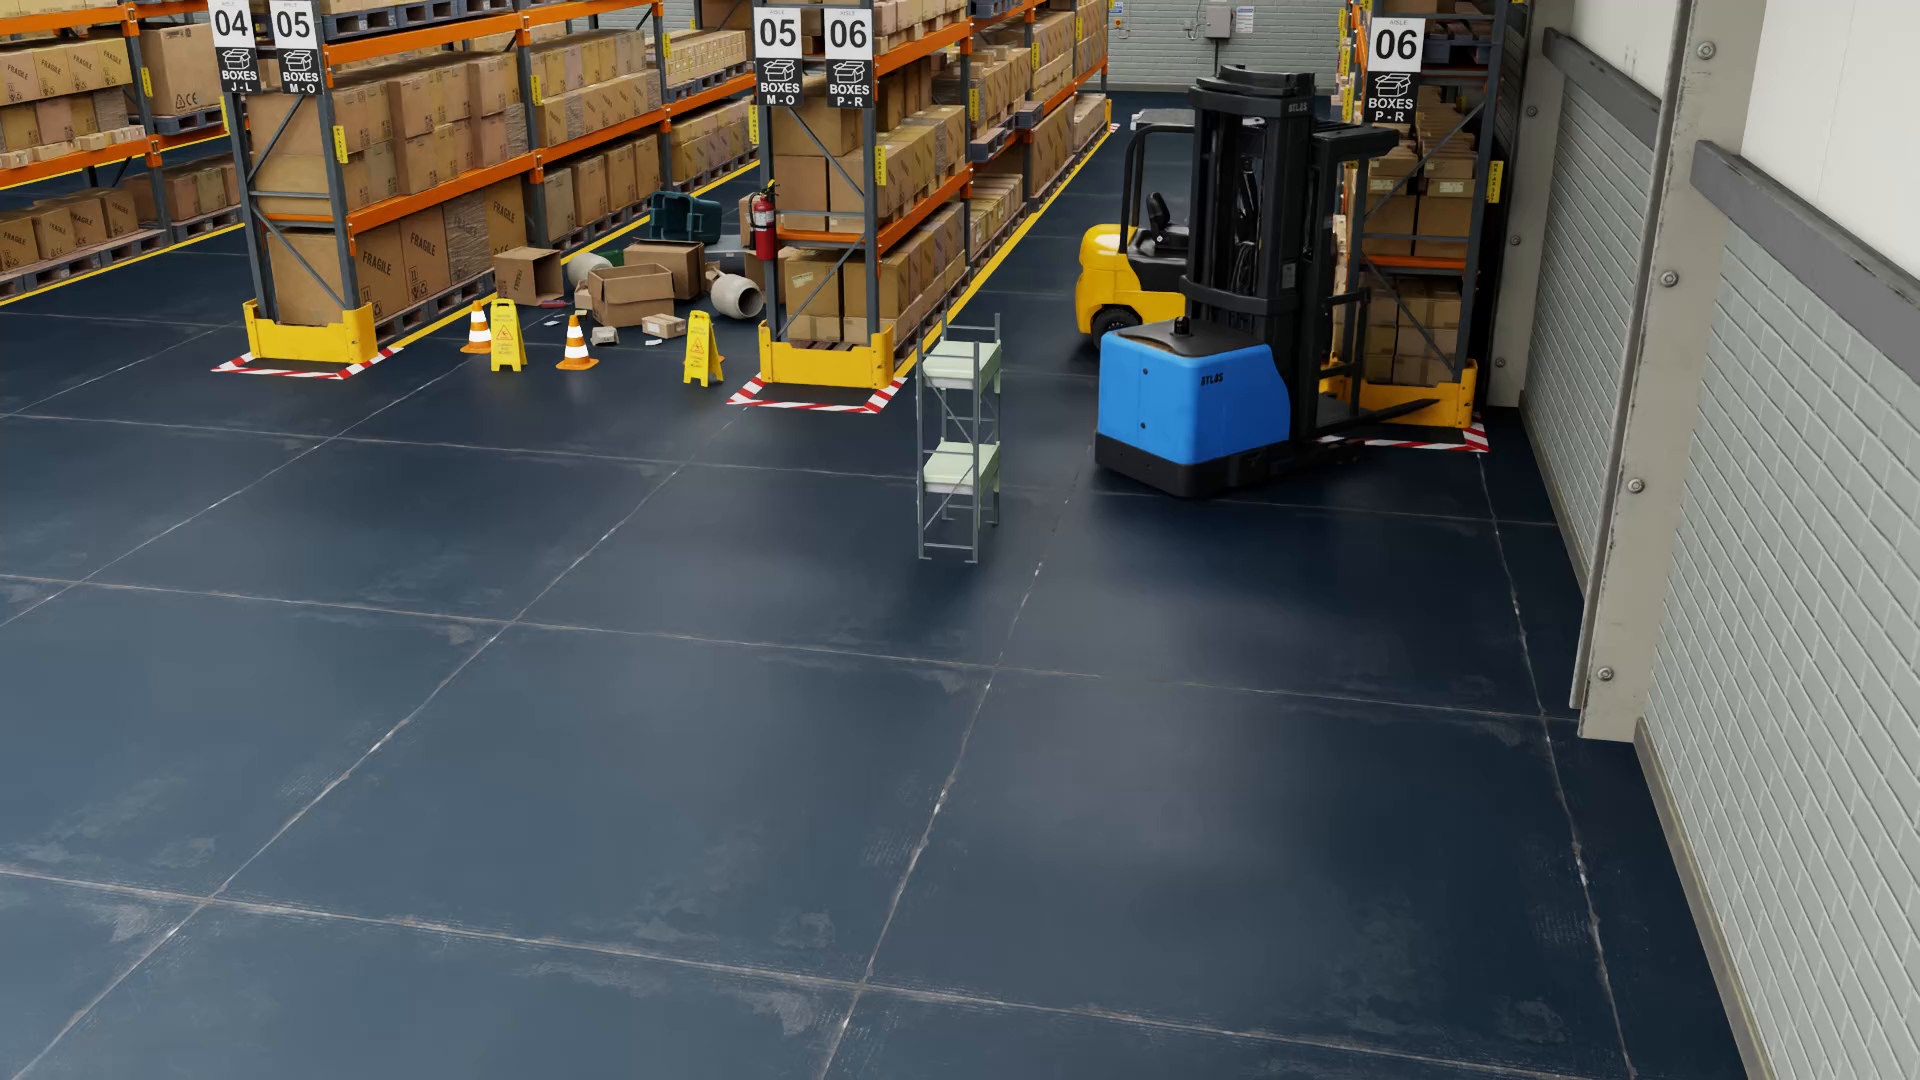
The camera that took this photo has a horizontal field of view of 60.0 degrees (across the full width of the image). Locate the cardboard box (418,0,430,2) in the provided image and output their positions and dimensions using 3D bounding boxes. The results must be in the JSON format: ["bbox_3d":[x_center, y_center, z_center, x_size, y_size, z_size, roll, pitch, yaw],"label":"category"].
[{"bbox_3d":[-5.379,-5.309,16.145,0.380,0.149,0.250,5,22,11],"label":"cardboard box"}]

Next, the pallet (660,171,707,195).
[{"bbox_3d":[-4.279,-5.055,23.623,1.003,0.211,1.213,4,22,11],"label":"pallet"}]

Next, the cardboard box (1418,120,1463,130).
[{"bbox_3d":[4.409,-3.762,15.280,0.380,0.149,0.250,4,22,10],"label":"cardboard box"}]

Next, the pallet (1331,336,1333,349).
[{"bbox_3d":[4.021,-1.854,15.674,1.003,0.211,1.213,4,22,11],"label":"pallet"}]

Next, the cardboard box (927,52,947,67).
[{"bbox_3d":[-0.355,-5.481,18.985,0.380,0.149,0.250,4,22,9],"label":"cardboard box"}]

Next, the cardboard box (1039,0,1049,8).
[{"bbox_3d":[1.155,-8.222,25.412,0.380,0.149,0.250,5,22,12],"label":"cardboard box"}]

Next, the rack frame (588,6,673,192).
[{"bbox_3d":[-4.439,-6.063,22.393,1.000,3.000,0.127,4,22,11],"label":"rack frame"}]

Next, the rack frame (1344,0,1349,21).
[{"bbox_3d":[6.919,-8.271,27.876,1.000,3.000,0.127,4,22,11],"label":"rack frame"}]

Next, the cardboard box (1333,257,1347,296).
[{"bbox_3d":[3.635,-2.368,14.997,0.500,0.250,0.500,5,22,12],"label":"cardboard box"}]

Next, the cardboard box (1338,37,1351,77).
[{"bbox_3d":[5.786,-6.890,23.750,0.700,0.500,0.500,5,22,12],"label":"cardboard box"}]

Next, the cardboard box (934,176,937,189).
[{"bbox_3d":[-0.442,-3.539,16.463,0.380,0.149,0.250,4,22,10],"label":"cardboard box"}]

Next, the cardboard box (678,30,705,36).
[{"bbox_3d":[-4.154,-7.771,25.612,0.380,0.149,0.250,6,23,14],"label":"cardboard box"}]

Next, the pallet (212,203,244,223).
[{"bbox_3d":[-9.686,-4.454,22.130,1.003,0.211,1.213,4,22,11],"label":"pallet"}]

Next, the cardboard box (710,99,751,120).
[{"bbox_3d":[-3.528,-6.617,25.549,0.500,0.250,0.500,4,22,9],"label":"cardboard box"}]

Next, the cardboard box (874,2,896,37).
[{"bbox_3d":[-0.842,-4.420,14.101,0.500,0.250,0.500,4,22,10],"label":"cardboard box"}]

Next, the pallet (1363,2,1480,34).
[{"bbox_3d":[4.322,-4.919,15.656,1.003,0.211,1.213,4,22,11],"label":"pallet"}]

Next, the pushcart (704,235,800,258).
[{"bbox_3d":[-2.631,-3.199,18.791,1.648,0.377,0.936,-3,22,-8],"label":"pushcart"}]

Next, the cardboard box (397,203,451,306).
[{"bbox_3d":[-5.821,-2.921,16.874,0.875,0.875,0.875,4,22,10],"label":"cardboard box"}]

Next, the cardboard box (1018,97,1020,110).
[{"bbox_3d":[0.540,-5.372,20.452,0.380,0.149,0.250,3,22,8],"label":"cardboard box"}]

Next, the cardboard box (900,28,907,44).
[{"bbox_3d":[-0.689,-4.555,14.970,0.380,0.149,0.250,4,22,9],"label":"cardboard box"}]

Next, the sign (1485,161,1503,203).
[{"bbox_3d":[4.197,-2.814,13.060,0.100,0.325,0.005,4,22,11],"label":"sign"}]

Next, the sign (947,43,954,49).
[{"bbox_3d":[-0.117,-6.301,21.433,0.100,0.325,0.005,4,22,11],"label":"sign"}]

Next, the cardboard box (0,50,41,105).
[{"bbox_3d":[-10.222,-4.929,17.708,0.500,0.500,0.500,4,22,11],"label":"cardboard box"}]

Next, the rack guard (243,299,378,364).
[{"bbox_3d":[-6.077,-1.969,15.573,1.175,0.500,0.348,4,22,11],"label":"rack guard"}]

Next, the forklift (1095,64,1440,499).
[{"bbox_3d":[2.518,-2.075,12.583,3.031,2.935,1.130,-15,26,-33],"label":"forklift"}]

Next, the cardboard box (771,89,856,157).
[{"bbox_3d":[-1.315,-3.648,14.527,0.700,0.500,0.500,4,22,10],"label":"cardboard box"}]

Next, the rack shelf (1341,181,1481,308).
[{"bbox_3d":[4.063,-2.818,15.297,1.077,0.370,4.000,4,22,11],"label":"rack shelf"}]

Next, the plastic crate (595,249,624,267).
[{"bbox_3d":[-4.009,-3.159,18.869,0.450,0.188,0.662,7,21,42],"label":"plastic crate"}]

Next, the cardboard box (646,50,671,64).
[{"bbox_3d":[-4.155,-6.573,22.637,0.380,0.149,0.250,4,22,11],"label":"cardboard box"}]

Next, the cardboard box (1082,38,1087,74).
[{"bbox_3d":[1.702,-7.567,25.994,0.500,0.500,0.500,5,22,11],"label":"cardboard box"}]

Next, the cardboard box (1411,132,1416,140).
[{"bbox_3d":[4.420,-3.721,15.575,0.380,0.149,0.250,5,23,13],"label":"cardboard box"}]

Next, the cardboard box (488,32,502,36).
[{"bbox_3d":[-8.002,-8.692,27.720,0.500,0.500,0.500,4,22,11],"label":"cardboard box"}]

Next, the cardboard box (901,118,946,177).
[{"bbox_3d":[-0.436,-3.884,16.450,0.500,0.500,0.500,5,22,12],"label":"cardboard box"}]

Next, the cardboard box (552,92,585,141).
[{"bbox_3d":[-4.783,-5.003,19.627,0.500,0.500,0.500,5,22,11],"label":"cardboard box"}]

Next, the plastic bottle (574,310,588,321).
[{"bbox_3d":[-3.875,-2.303,16.990,0.133,0.061,0.283,-3,22,-8],"label":"plastic bottle"}]

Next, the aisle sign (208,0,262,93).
[{"bbox_3d":[-6.380,-4.340,14.635,0.394,0.787,0.004,4,22,11],"label":"aisle sign"}]

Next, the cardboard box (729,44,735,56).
[{"bbox_3d":[-3.617,-7.395,25.075,0.380,0.149,0.250,5,23,13],"label":"cardboard box"}]

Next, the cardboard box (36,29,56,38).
[{"bbox_3d":[-17.374,-9.650,31.166,0.500,0.500,0.500,5,22,11],"label":"cardboard box"}]

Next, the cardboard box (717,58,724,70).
[{"bbox_3d":[-3.718,-7.064,24.652,0.380,0.149,0.250,3,22,9],"label":"cardboard box"}]

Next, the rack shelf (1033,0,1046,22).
[{"bbox_3d":[0.835,-7.512,22.938,1.077,0.370,4.000,4,22,11],"label":"rack shelf"}]

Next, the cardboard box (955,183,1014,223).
[{"bbox_3d":[0.159,-4.222,20.777,0.950,0.372,0.625,4,22,10],"label":"cardboard box"}]

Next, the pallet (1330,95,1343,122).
[{"bbox_3d":[5.357,-5.510,21.276,1.213,0.211,1.003,4,22,11],"label":"pallet"}]

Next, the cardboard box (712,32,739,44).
[{"bbox_3d":[-3.568,-7.620,25.237,0.380,0.149,0.250,4,22,9],"label":"cardboard box"}]

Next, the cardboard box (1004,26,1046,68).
[{"bbox_3d":[0.859,-6.577,22.196,0.500,0.500,0.500,5,22,11],"label":"cardboard box"}]

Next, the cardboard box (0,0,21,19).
[{"bbox_3d":[-10.250,-5.591,17.407,0.500,0.250,0.500,5,22,13],"label":"cardboard box"}]

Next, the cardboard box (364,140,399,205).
[{"bbox_3d":[-5.950,-3.549,15.949,0.875,0.550,0.550,4,22,11],"label":"cardboard box"}]

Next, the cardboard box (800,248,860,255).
[{"bbox_3d":[-1.194,-2.568,15.829,0.500,0.500,0.500,5,23,13],"label":"cardboard box"}]

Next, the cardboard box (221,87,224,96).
[{"bbox_3d":[-9.827,-5.899,21.285,0.797,0.503,0.637,7,23,16],"label":"cardboard box"}]

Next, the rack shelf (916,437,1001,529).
[{"bbox_3d":[-0.001,-0.391,11.189,0.431,0.370,0.720,4,22,11],"label":"rack shelf"}]

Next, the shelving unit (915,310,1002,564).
[{"bbox_3d":[-0.001,-0.693,11.067,0.431,1.500,0.755,4,22,11],"label":"shelving unit"}]

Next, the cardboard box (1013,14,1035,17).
[{"bbox_3d":[0.795,-7.368,24.162,0.500,0.500,0.500,4,22,11],"label":"cardboard box"}]

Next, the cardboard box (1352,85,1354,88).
[{"bbox_3d":[4.681,-5.126,19.064,0.380,0.149,0.250,5,22,12],"label":"cardboard box"}]

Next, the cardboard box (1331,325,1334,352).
[{"bbox_3d":[3.552,-1.716,14.718,0.500,0.250,0.500,4,22,11],"label":"cardboard box"}]

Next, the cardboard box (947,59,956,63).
[{"bbox_3d":[-0.202,-5.387,19.619,0.500,0.500,0.500,4,22,9],"label":"cardboard box"}]

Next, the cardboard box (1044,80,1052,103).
[{"bbox_3d":[0.973,-6.193,22.917,0.500,0.250,0.500,5,23,13],"label":"cardboard box"}]

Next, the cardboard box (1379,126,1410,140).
[{"bbox_3d":[3.829,-3.614,14.910,0.380,0.149,0.250,5,22,12],"label":"cardboard box"}]

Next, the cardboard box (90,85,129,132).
[{"bbox_3d":[-10.243,-5.040,19.320,0.875,0.500,0.500,4,22,11],"label":"cardboard box"}]
